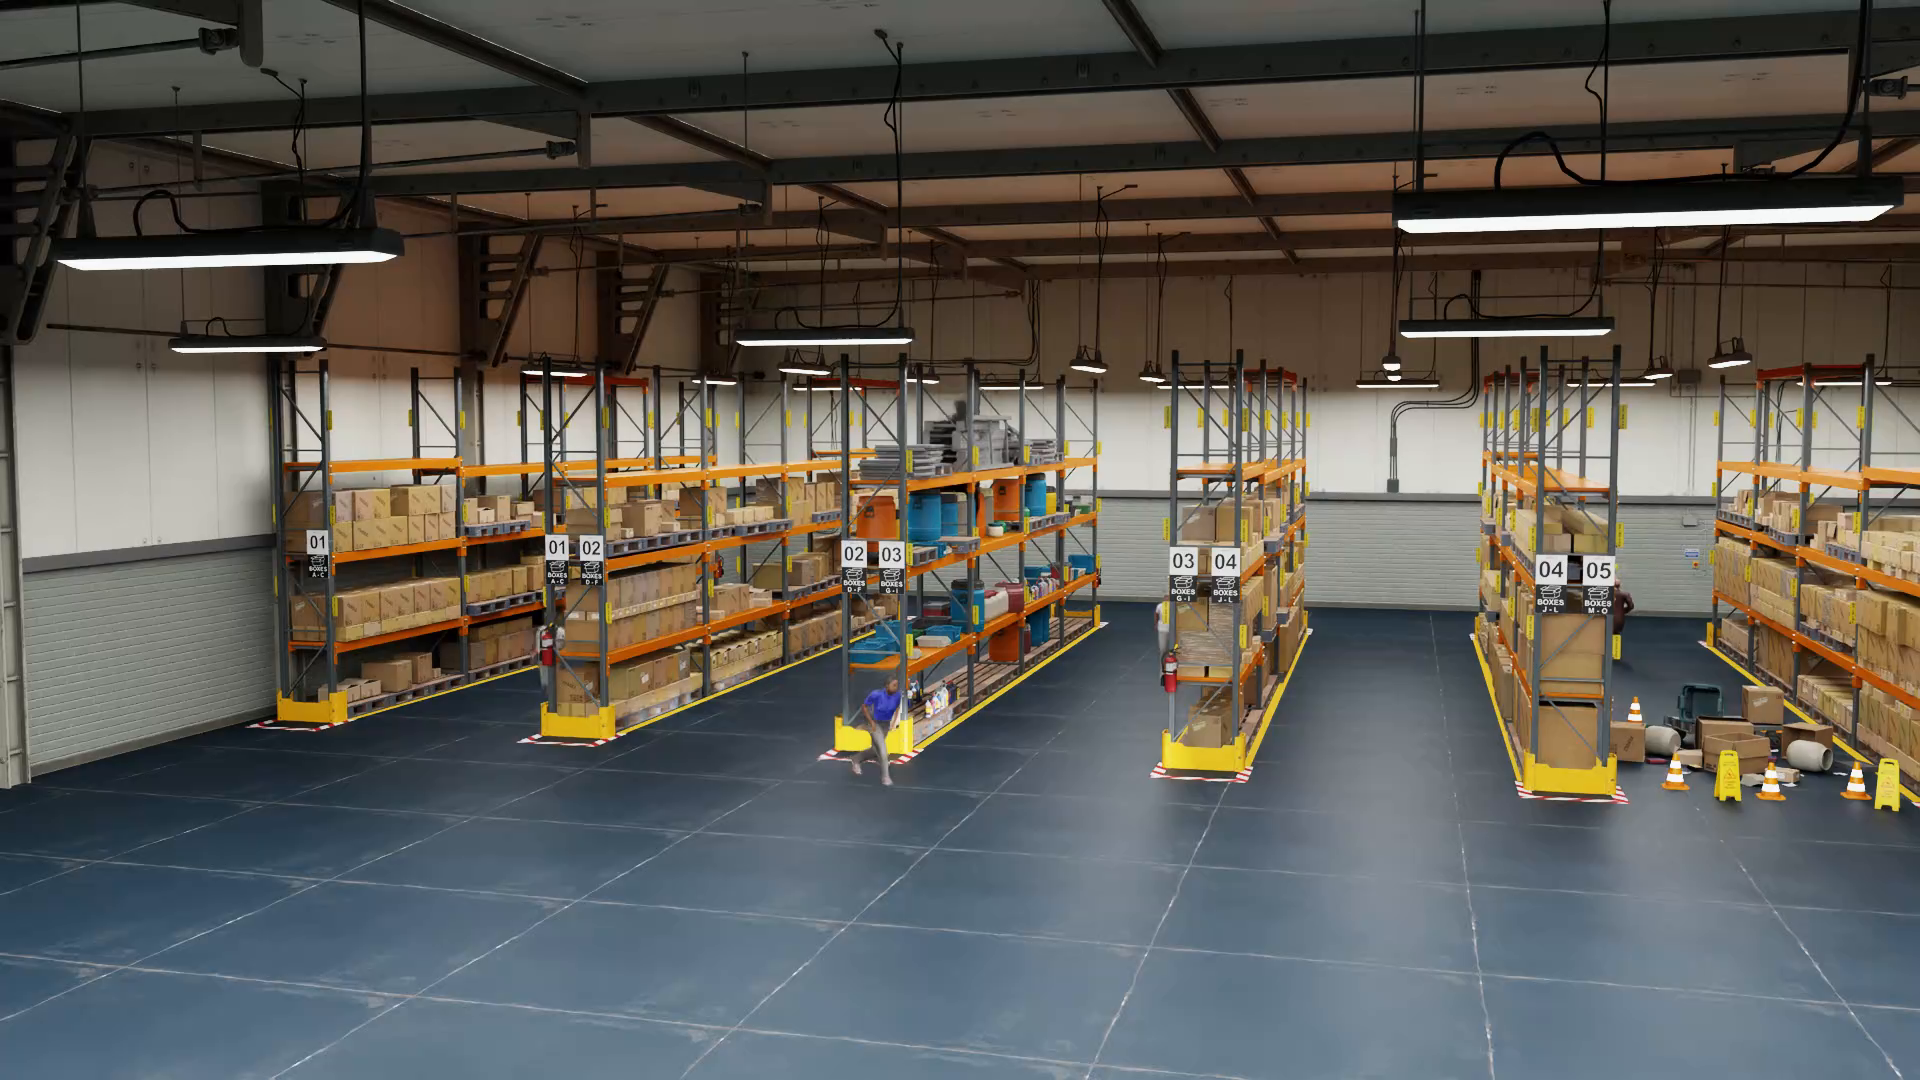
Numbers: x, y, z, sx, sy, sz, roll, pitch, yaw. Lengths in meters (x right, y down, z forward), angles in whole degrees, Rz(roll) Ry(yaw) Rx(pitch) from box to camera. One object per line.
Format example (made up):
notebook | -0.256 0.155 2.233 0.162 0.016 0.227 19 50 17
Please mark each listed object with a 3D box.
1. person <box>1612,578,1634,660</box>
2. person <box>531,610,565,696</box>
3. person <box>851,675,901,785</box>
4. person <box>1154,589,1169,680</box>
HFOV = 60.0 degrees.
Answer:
person | 13.629 1.659 34.594 0.712 1.739 0.653 0 4 4
person | -7.067 2.070 28.595 0.638 1.737 0.586 1 4 18
person | -1.162 2.617 23.075 0.582 1.557 0.968 -3 5 -36
person | 4.063 1.812 32.472 0.557 1.738 0.835 1 4 11
